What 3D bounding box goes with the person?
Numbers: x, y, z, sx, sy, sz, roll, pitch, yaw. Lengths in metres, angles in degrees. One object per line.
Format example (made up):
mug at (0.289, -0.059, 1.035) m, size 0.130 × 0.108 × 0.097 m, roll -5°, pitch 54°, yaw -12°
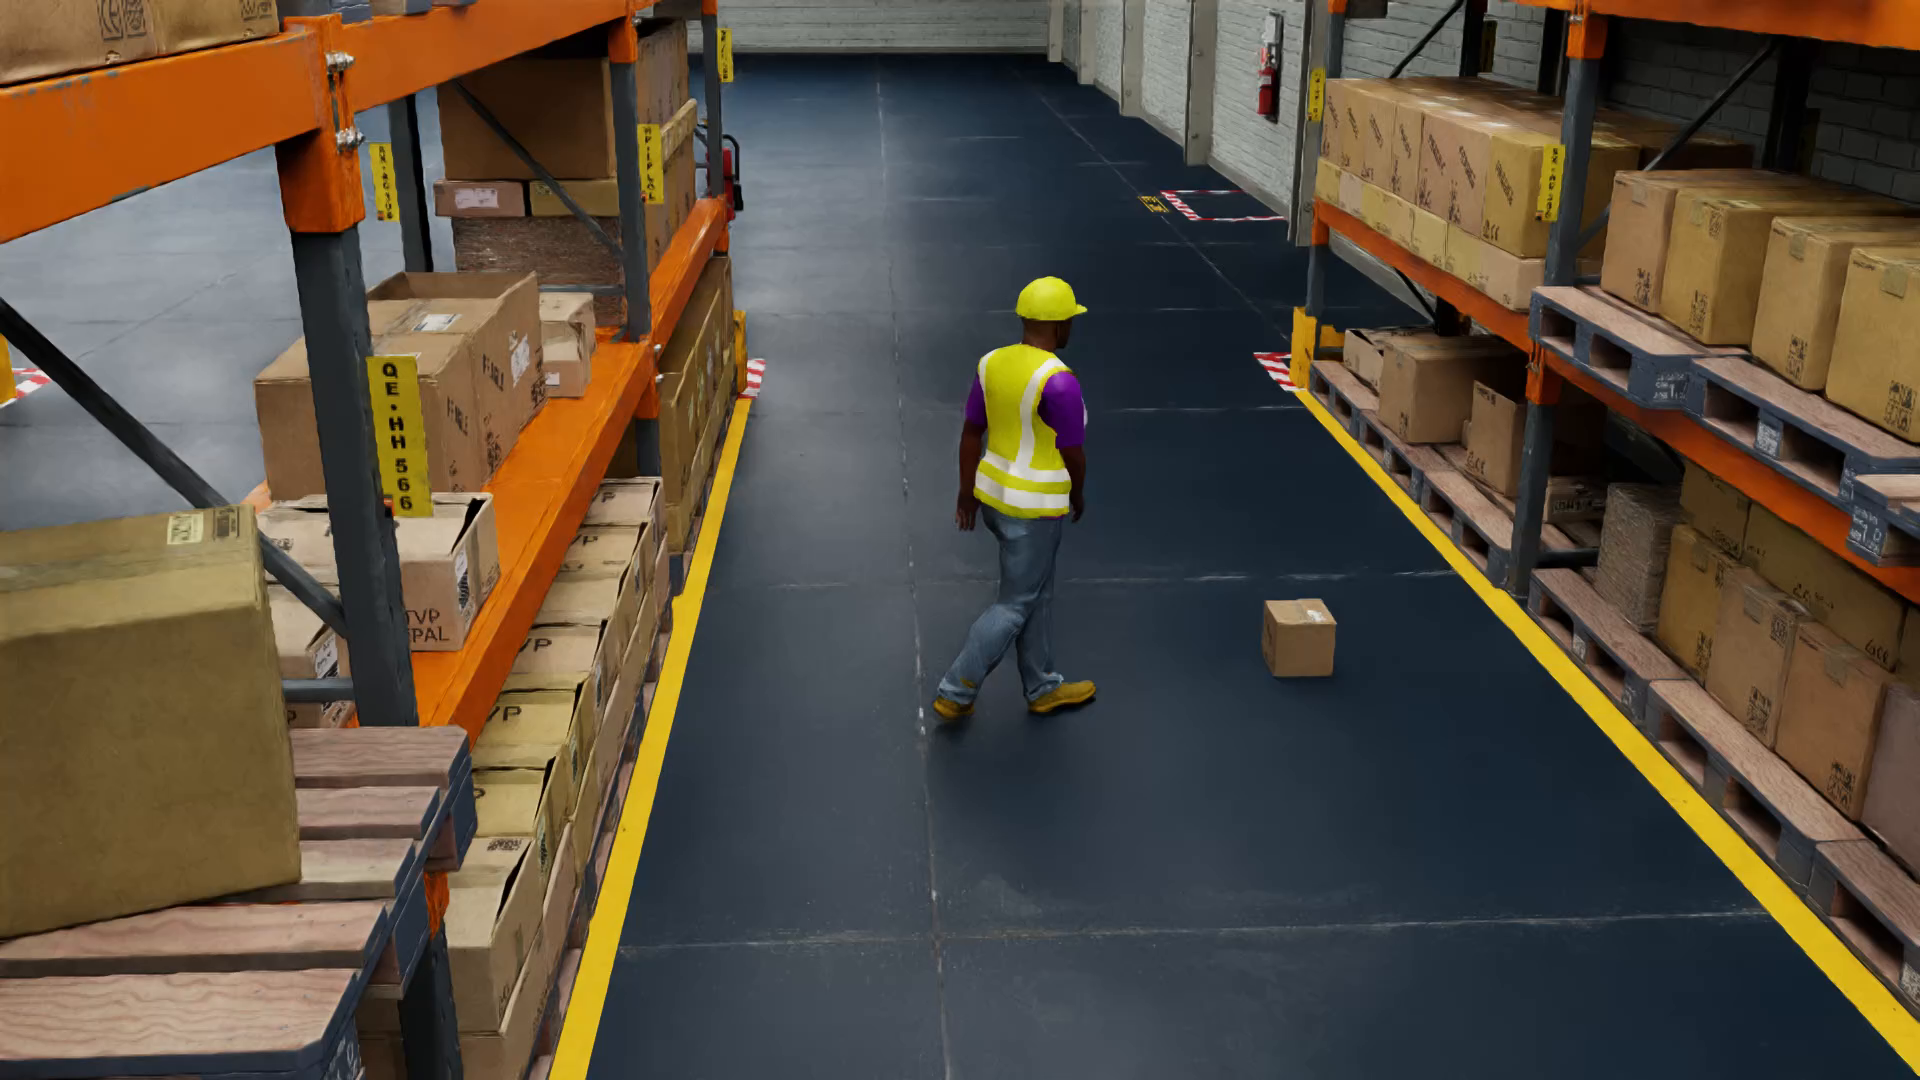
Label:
person at (0.197, -0.134, 6.418) m, size 0.755 × 1.756 × 0.583 m, roll -10°, pitch 22°, yaw -25°
